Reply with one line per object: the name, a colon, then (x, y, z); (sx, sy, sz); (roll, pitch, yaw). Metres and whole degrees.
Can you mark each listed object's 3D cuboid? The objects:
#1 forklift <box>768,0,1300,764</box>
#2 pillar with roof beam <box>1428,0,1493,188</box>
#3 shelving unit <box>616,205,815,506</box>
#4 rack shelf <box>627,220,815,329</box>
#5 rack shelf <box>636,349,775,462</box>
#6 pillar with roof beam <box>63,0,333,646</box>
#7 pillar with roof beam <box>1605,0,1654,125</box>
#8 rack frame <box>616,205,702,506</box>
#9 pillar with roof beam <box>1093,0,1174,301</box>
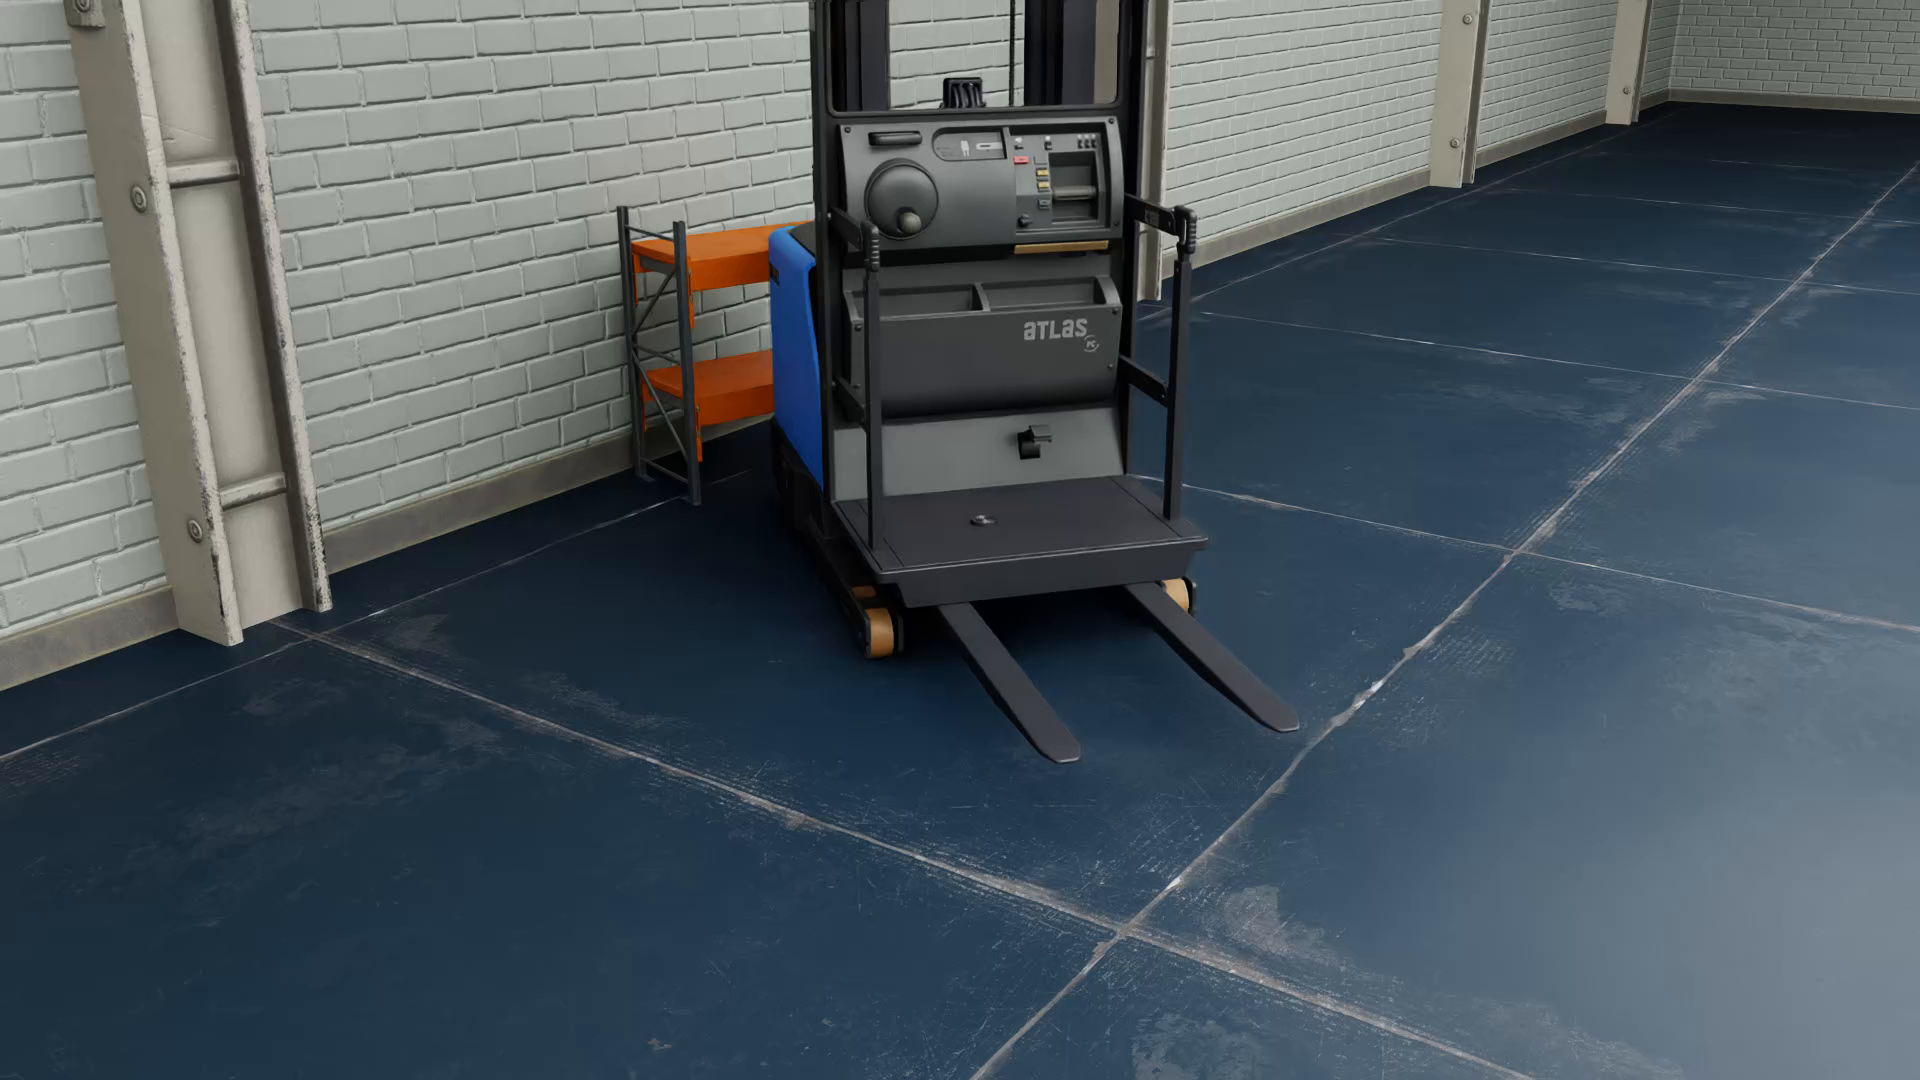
forklift: (0.139, -1.150, 5.148); (1.130, 2.935, 3.031); (-6, 21, -15)
pillar with roof beam: (7.942, -6.568, 11.051); (9.100, 9.000, 0.400); (13, 24, 32)
shelving unit: (-0.802, -0.845, 6.929); (1.048, 1.125, 0.538); (-15, 25, -35)
rack shelf: (-0.802, -1.120, 6.827); (1.000, 0.278, 0.538); (-15, 25, -35)
rack shelf: (-0.802, -0.616, 7.013); (1.000, 0.278, 0.538); (-15, 25, -35)
pillar with roof beam: (1.197, -3.125, 1.743); (9.100, 9.000, 0.400); (13, 24, 32)
pillar with roof beam: (11.315, -8.290, 15.705); (9.100, 9.000, 0.400); (13, 24, 32)
rack frame: (-1.201, -0.736, 6.633); (0.032, 1.125, 0.500); (-15, 25, -35)
pillar with roof beam: (4.569, -4.847, 6.397); (9.100, 9.000, 0.400); (13, 24, 32)
